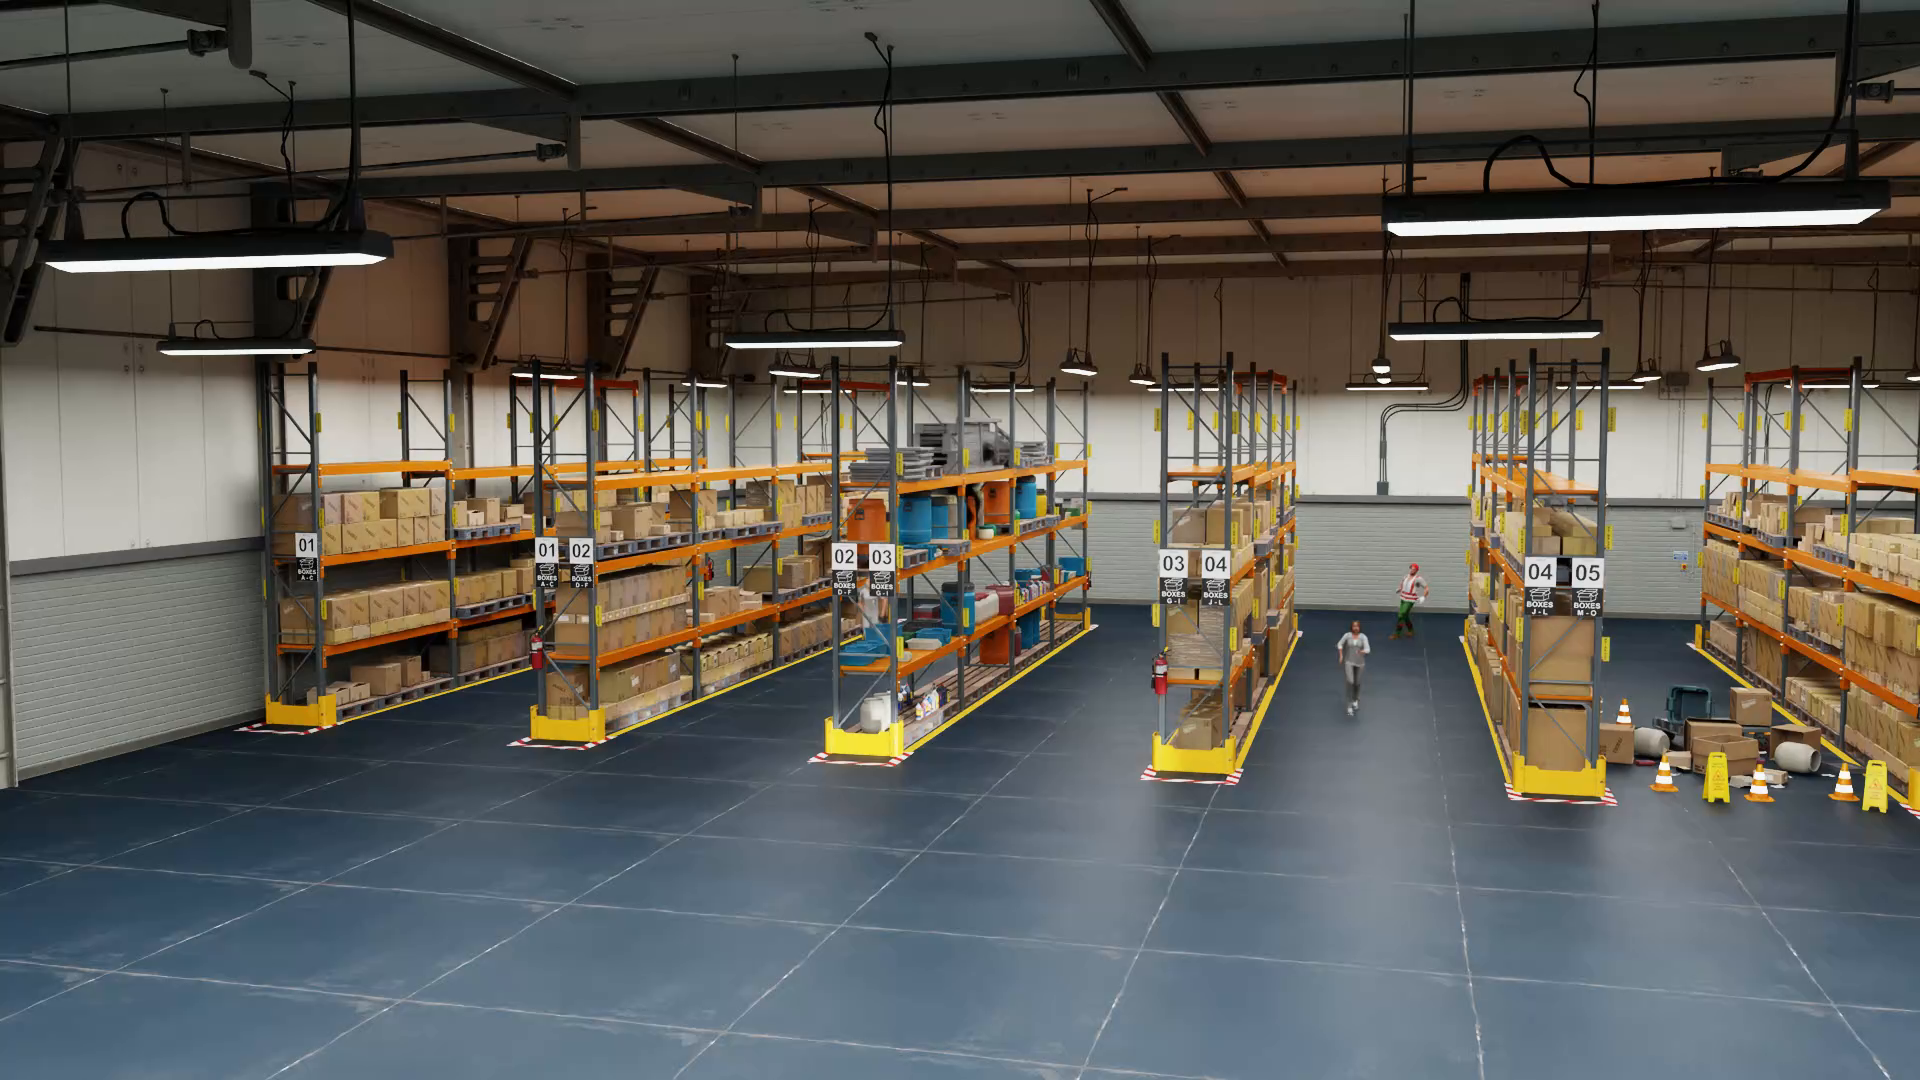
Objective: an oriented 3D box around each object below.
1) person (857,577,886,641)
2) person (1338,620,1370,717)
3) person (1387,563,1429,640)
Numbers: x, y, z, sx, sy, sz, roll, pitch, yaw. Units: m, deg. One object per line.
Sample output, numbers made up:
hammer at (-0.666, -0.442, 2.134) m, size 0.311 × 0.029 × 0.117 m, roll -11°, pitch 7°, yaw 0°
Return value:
person at (-1.817, 1.535, 33.971) m, size 0.572 × 1.608 × 0.542 m, roll 0°, pitch 4°, yaw 5°
person at (6.778, 2.198, 28.600) m, size 0.508 × 1.617 × 0.730 m, roll 0°, pitch 4°, yaw 5°
person at (10.294, 1.414, 38.345) m, size 0.877 × 1.763 × 0.715 m, roll -2°, pitch 4°, yaw -25°
